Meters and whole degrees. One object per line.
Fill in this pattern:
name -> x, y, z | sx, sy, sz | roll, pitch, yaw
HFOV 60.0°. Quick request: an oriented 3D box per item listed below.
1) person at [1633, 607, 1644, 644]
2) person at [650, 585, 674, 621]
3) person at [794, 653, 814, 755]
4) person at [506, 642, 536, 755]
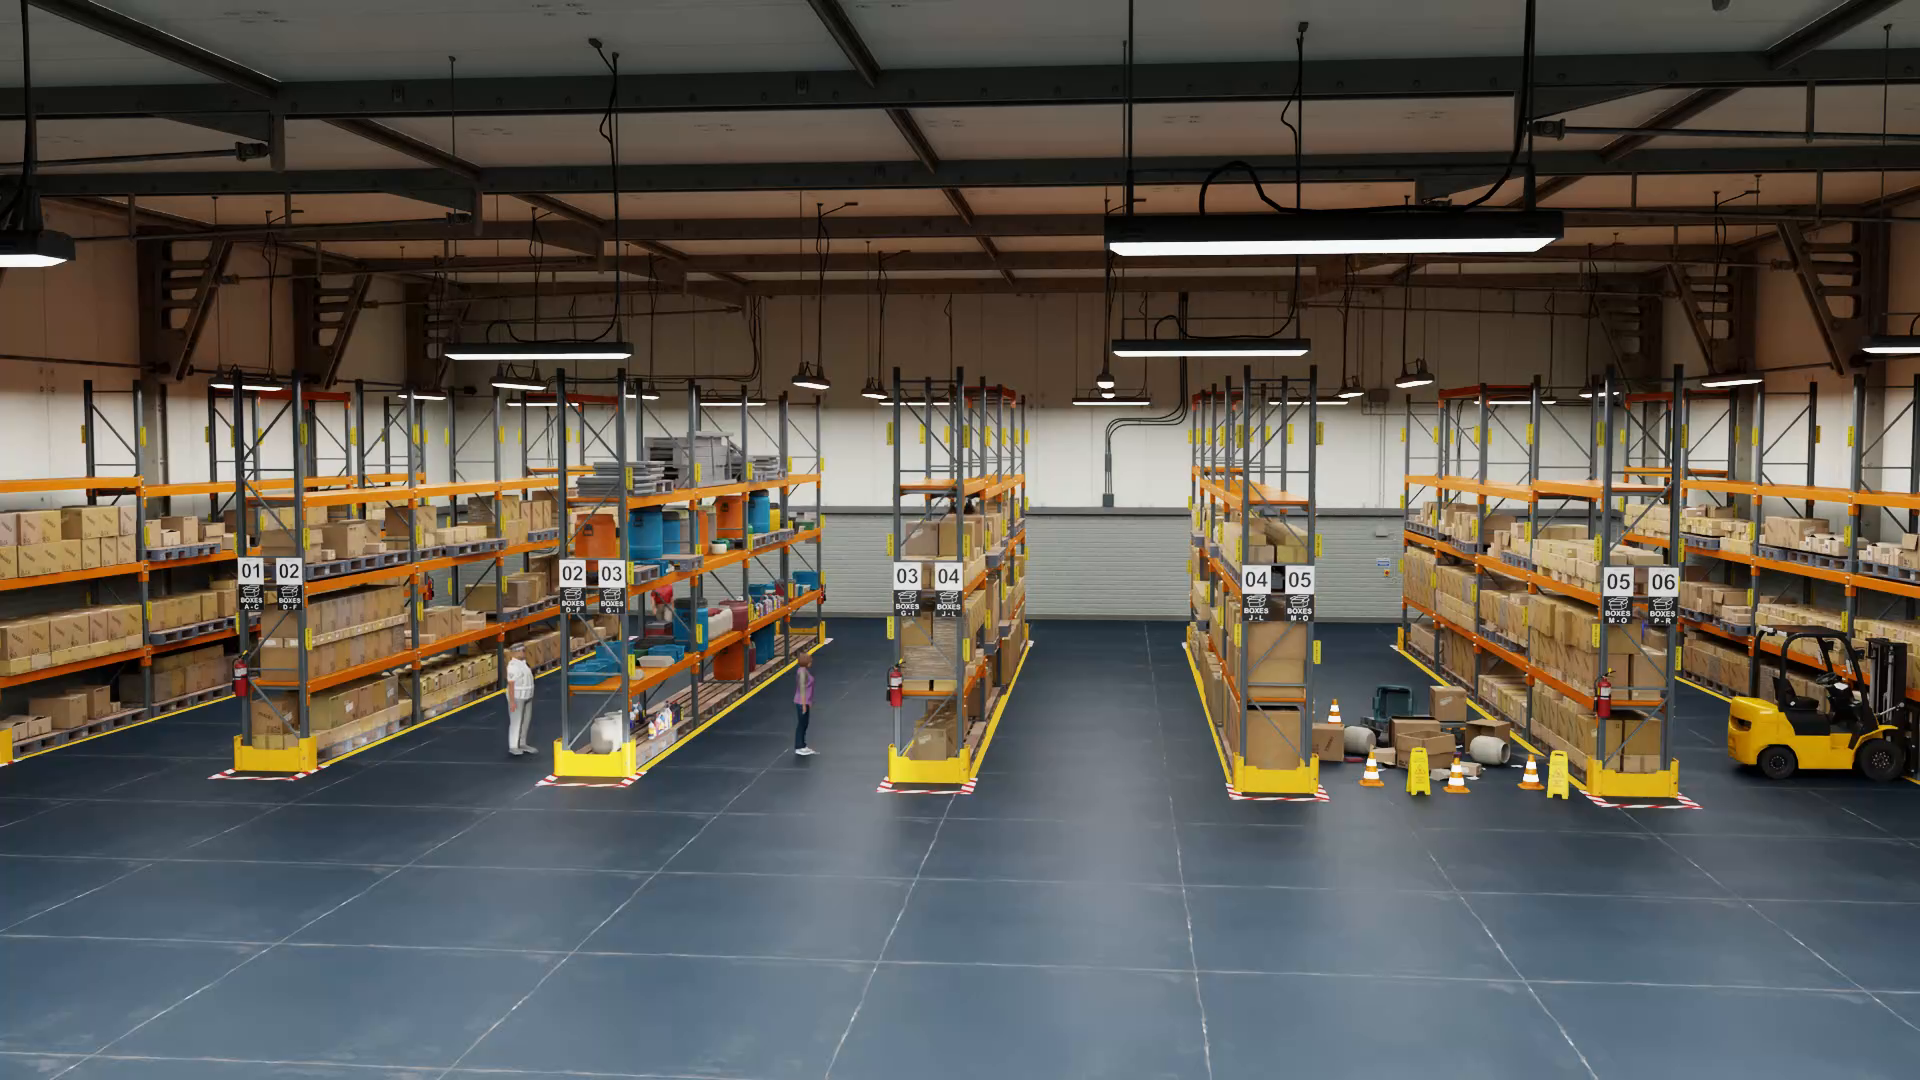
person -> 13.398, 2.152, 33.106 | 0.414, 1.663, 0.481 | 3, 5, 40
person -> -7.154, 1.665, 39.895 | 0.551, 1.674, 1.008 | 0, 4, 1
person -> -2.454, 2.576, 26.143 | 0.322, 1.608, 0.431 | 0, 4, -1
person -> -6.946, 2.486, 26.256 | 0.403, 1.779, 0.640 | 1, 4, 14
